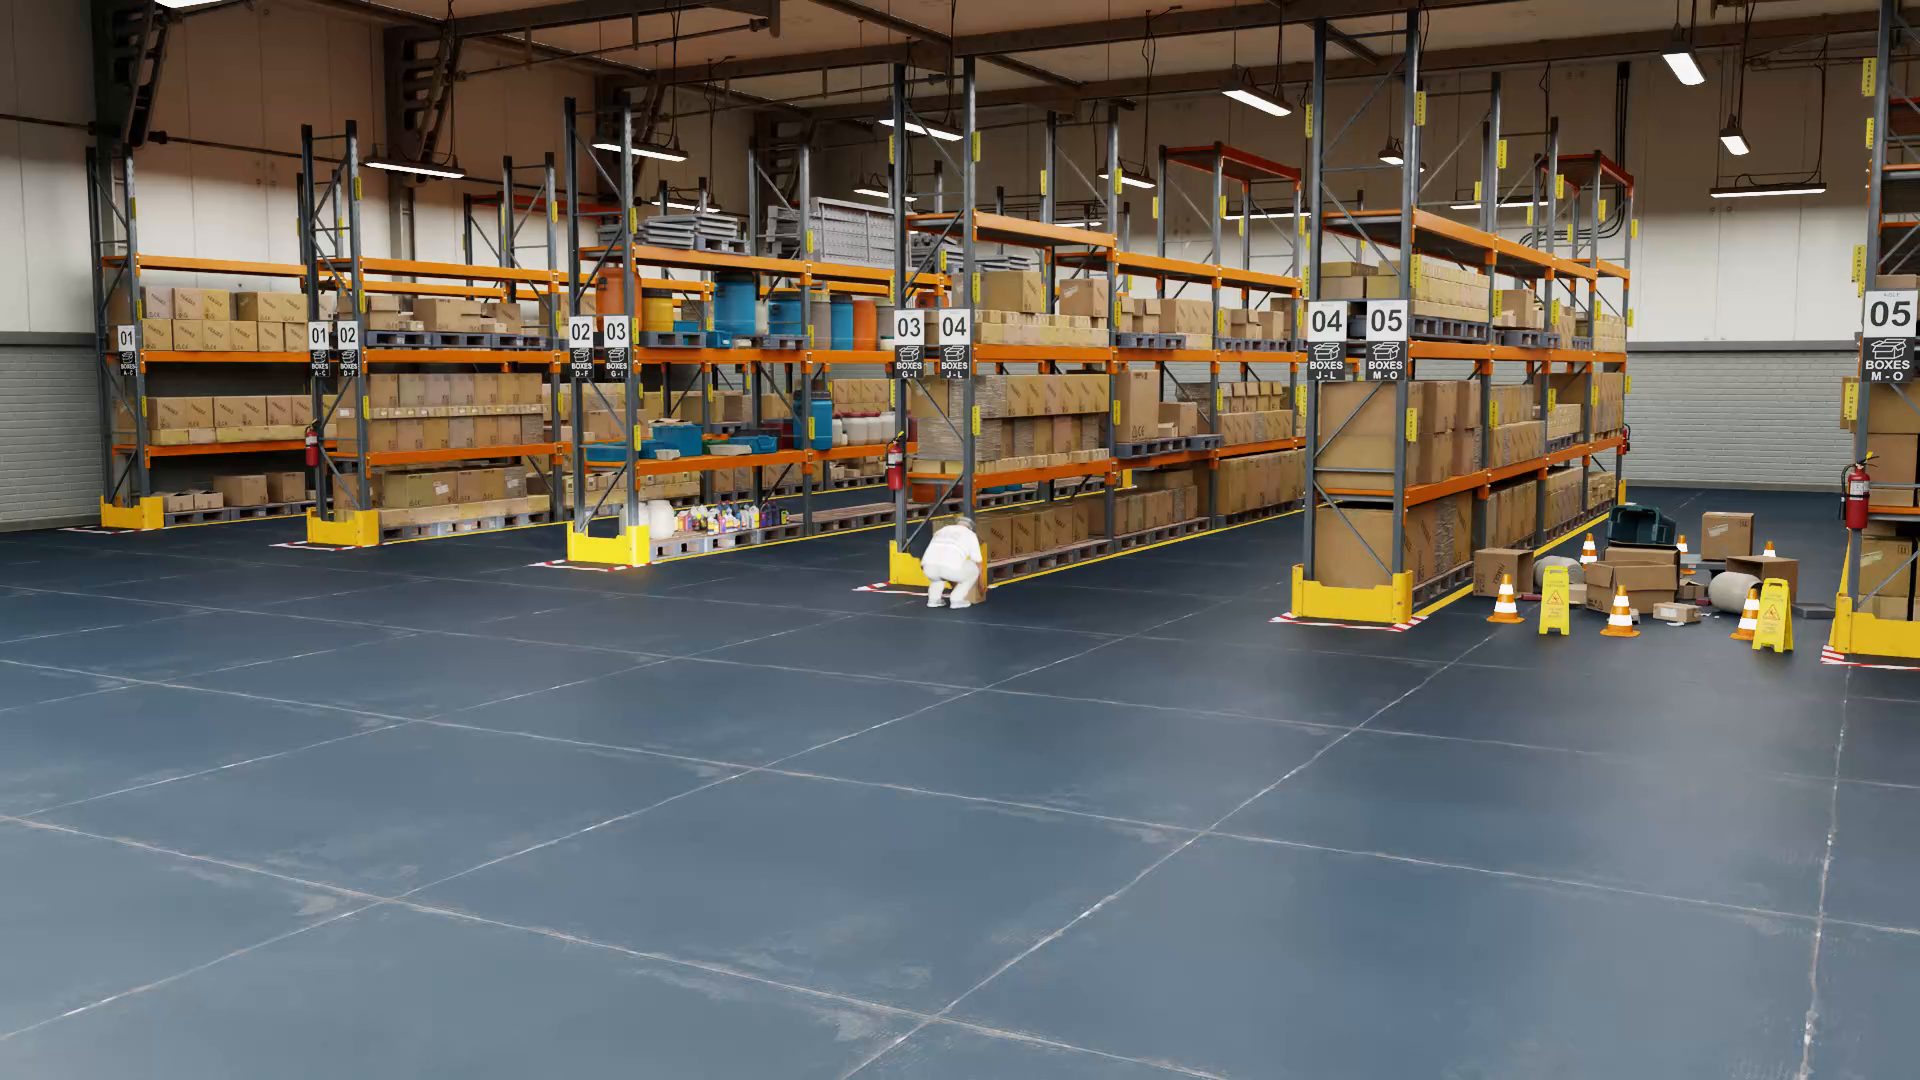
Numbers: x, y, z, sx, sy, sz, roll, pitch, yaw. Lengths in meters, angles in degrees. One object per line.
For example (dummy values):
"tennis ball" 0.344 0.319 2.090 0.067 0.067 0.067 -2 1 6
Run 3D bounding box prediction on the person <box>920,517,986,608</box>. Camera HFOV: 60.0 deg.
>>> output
"person" -0.075 0.242 17.796 0.552 0.931 0.954 3 7 29
